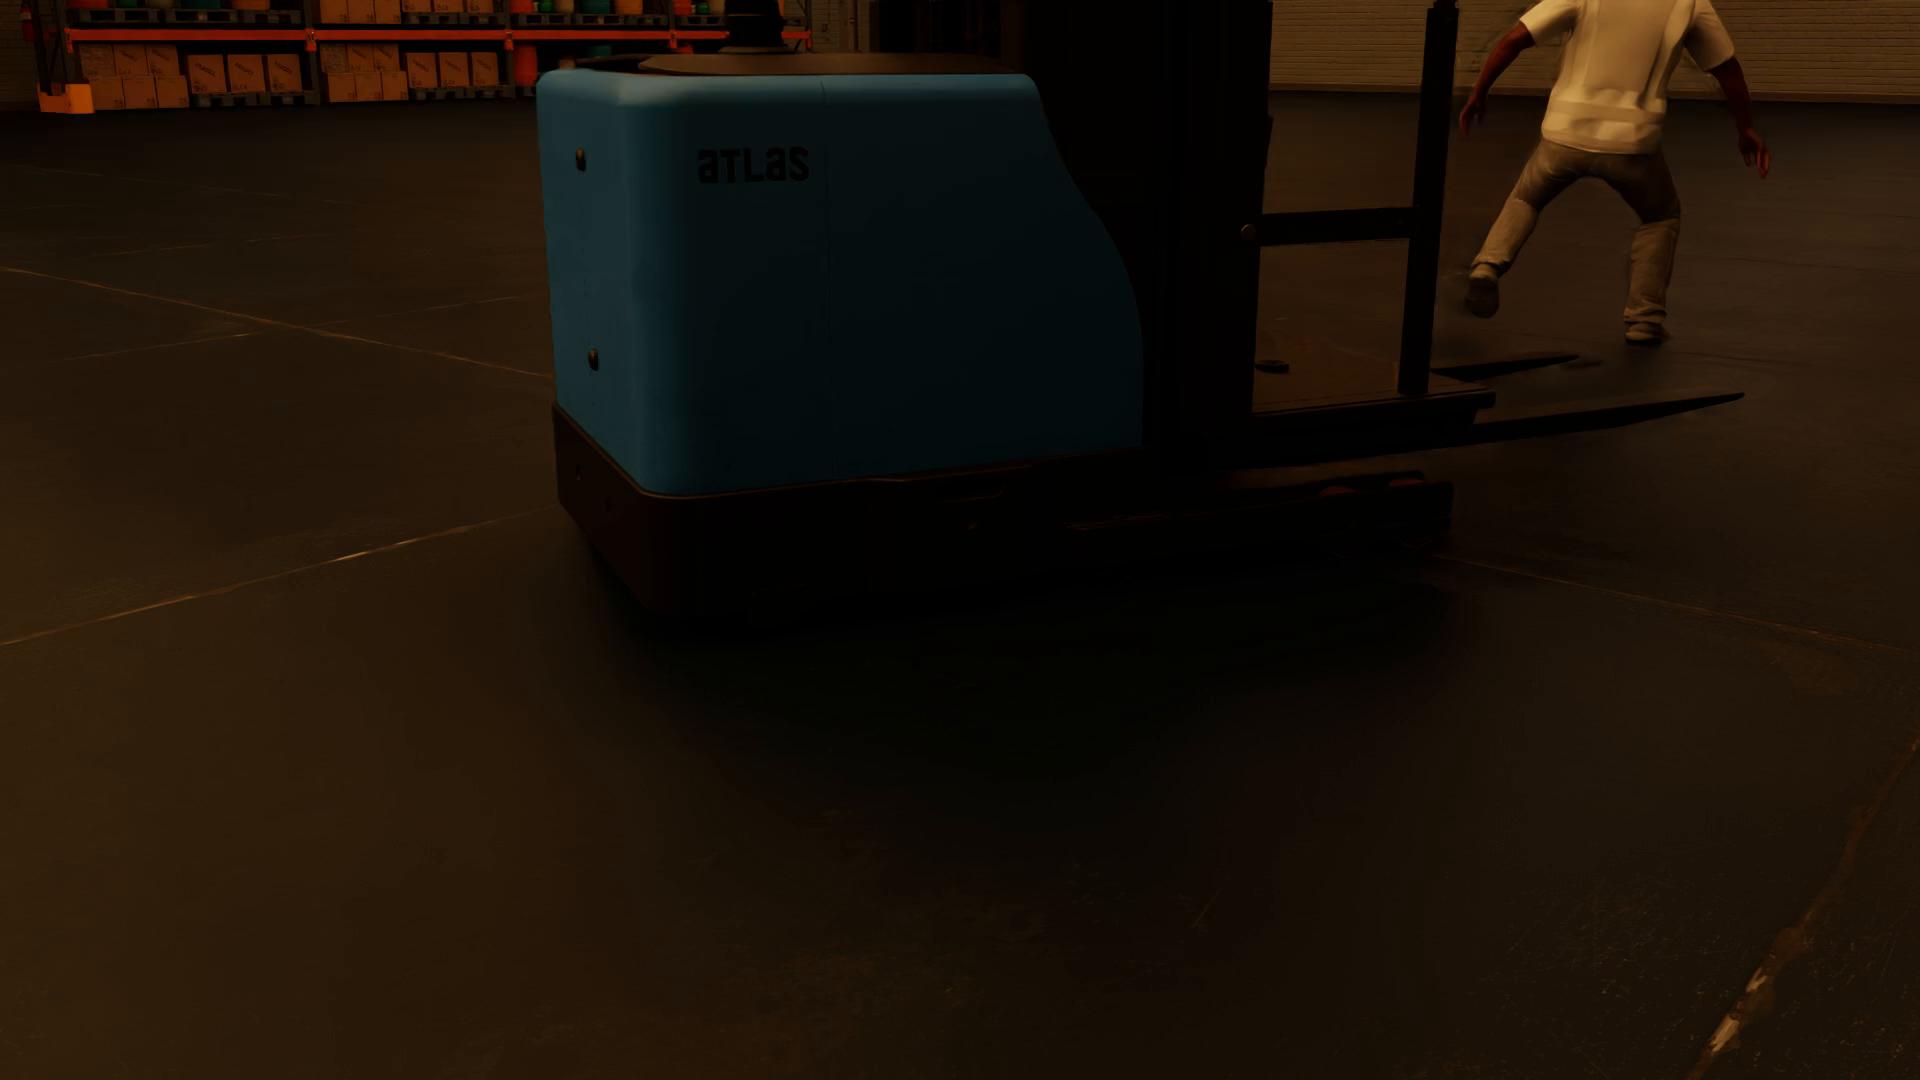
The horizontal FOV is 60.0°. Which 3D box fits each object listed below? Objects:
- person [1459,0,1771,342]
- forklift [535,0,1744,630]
[{"bbox_3d":[2.496,-1.559,6.353,1.127,1.640,0.503,6,18,19],"label":"person"},{"bbox_3d":[0.592,-1.492,3.810,3.031,2.935,1.130,-7,18,-23],"label":"forklift"}]
